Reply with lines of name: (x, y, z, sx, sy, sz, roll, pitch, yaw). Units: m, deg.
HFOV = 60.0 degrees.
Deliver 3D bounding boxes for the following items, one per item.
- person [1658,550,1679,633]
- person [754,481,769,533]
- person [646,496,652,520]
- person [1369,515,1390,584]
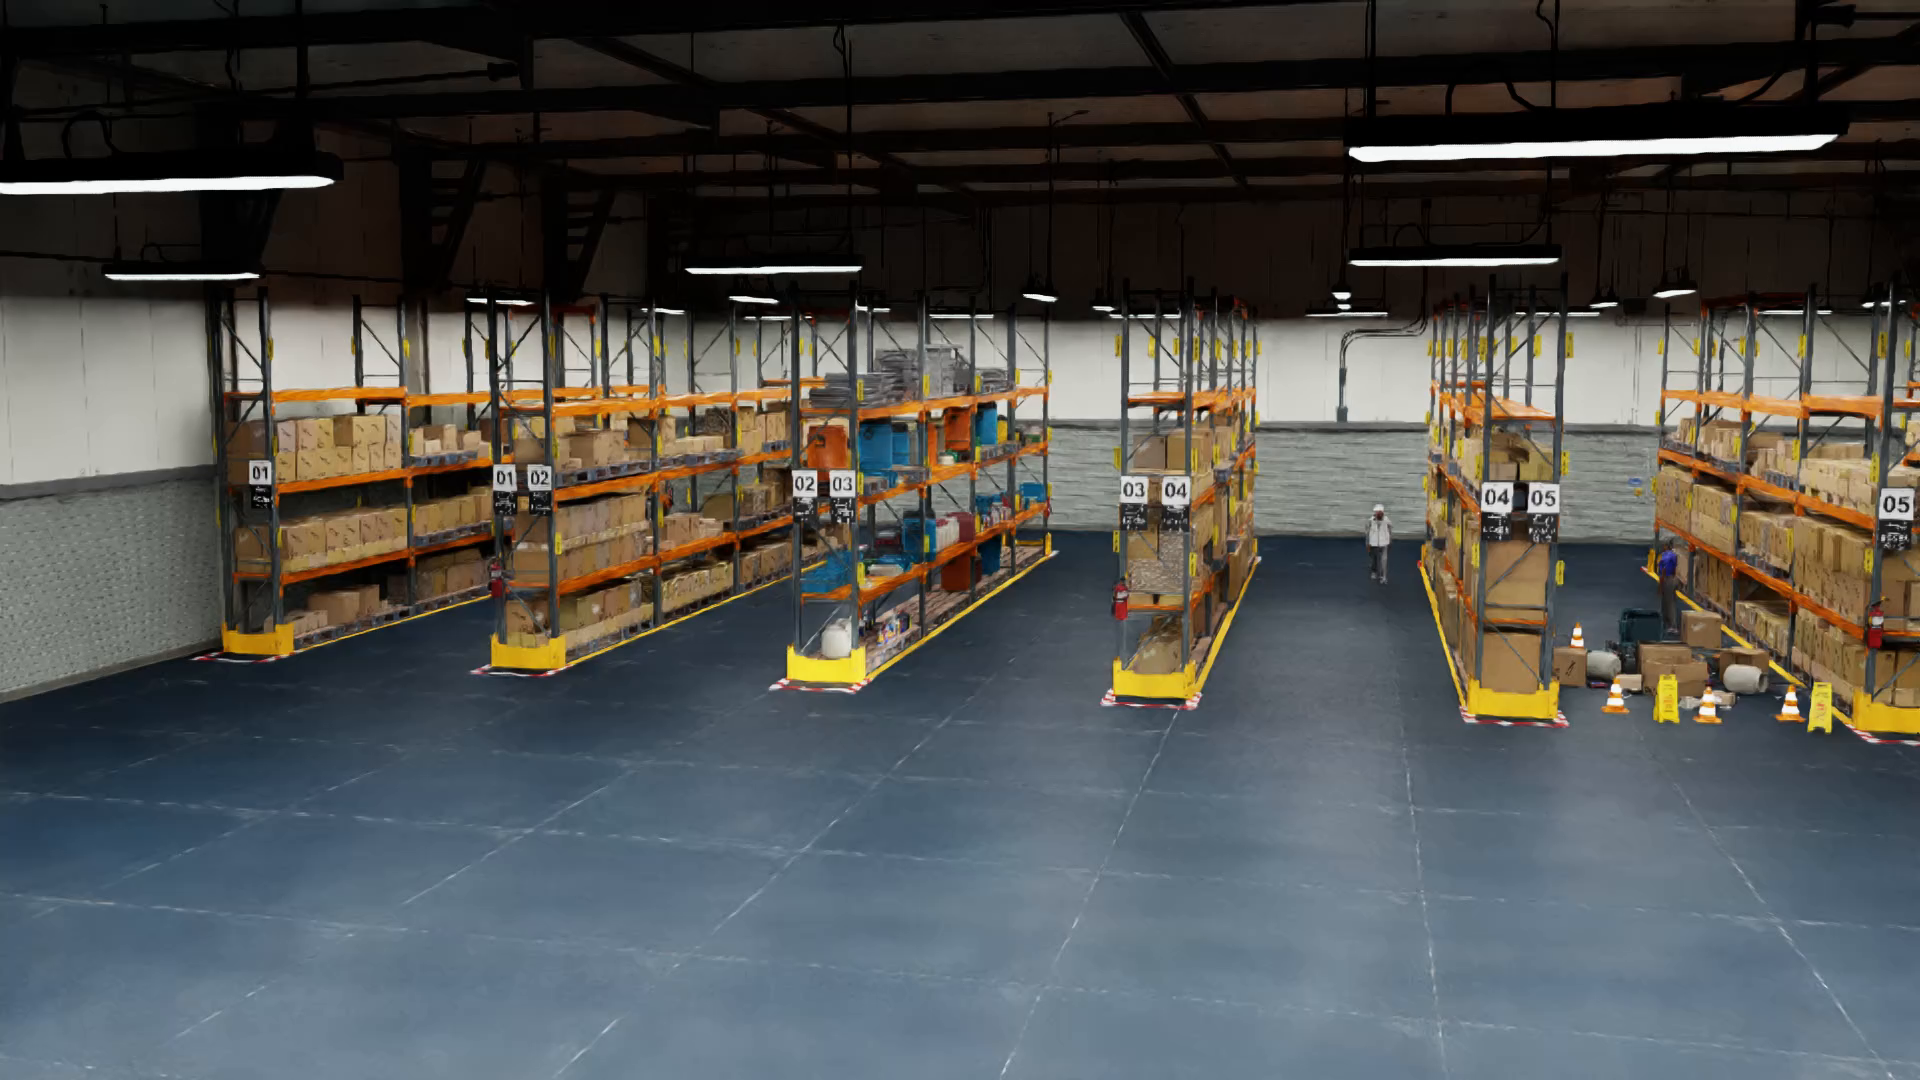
person: (12.471, 0.896, 29.413, 0.549, 1.448, 0.514, 5, 8, 38)
person: (-5.488, -1.071, 45.196, 0.740, 1.780, 0.530, -3, 7, -26)
person: (-7.288, -0.326, 39.395, 0.348, 1.465, 0.599, 0, 7, 2)
person: (8.962, 0.170, 35.601, 0.446, 1.484, 1.104, 2, 7, 15)
